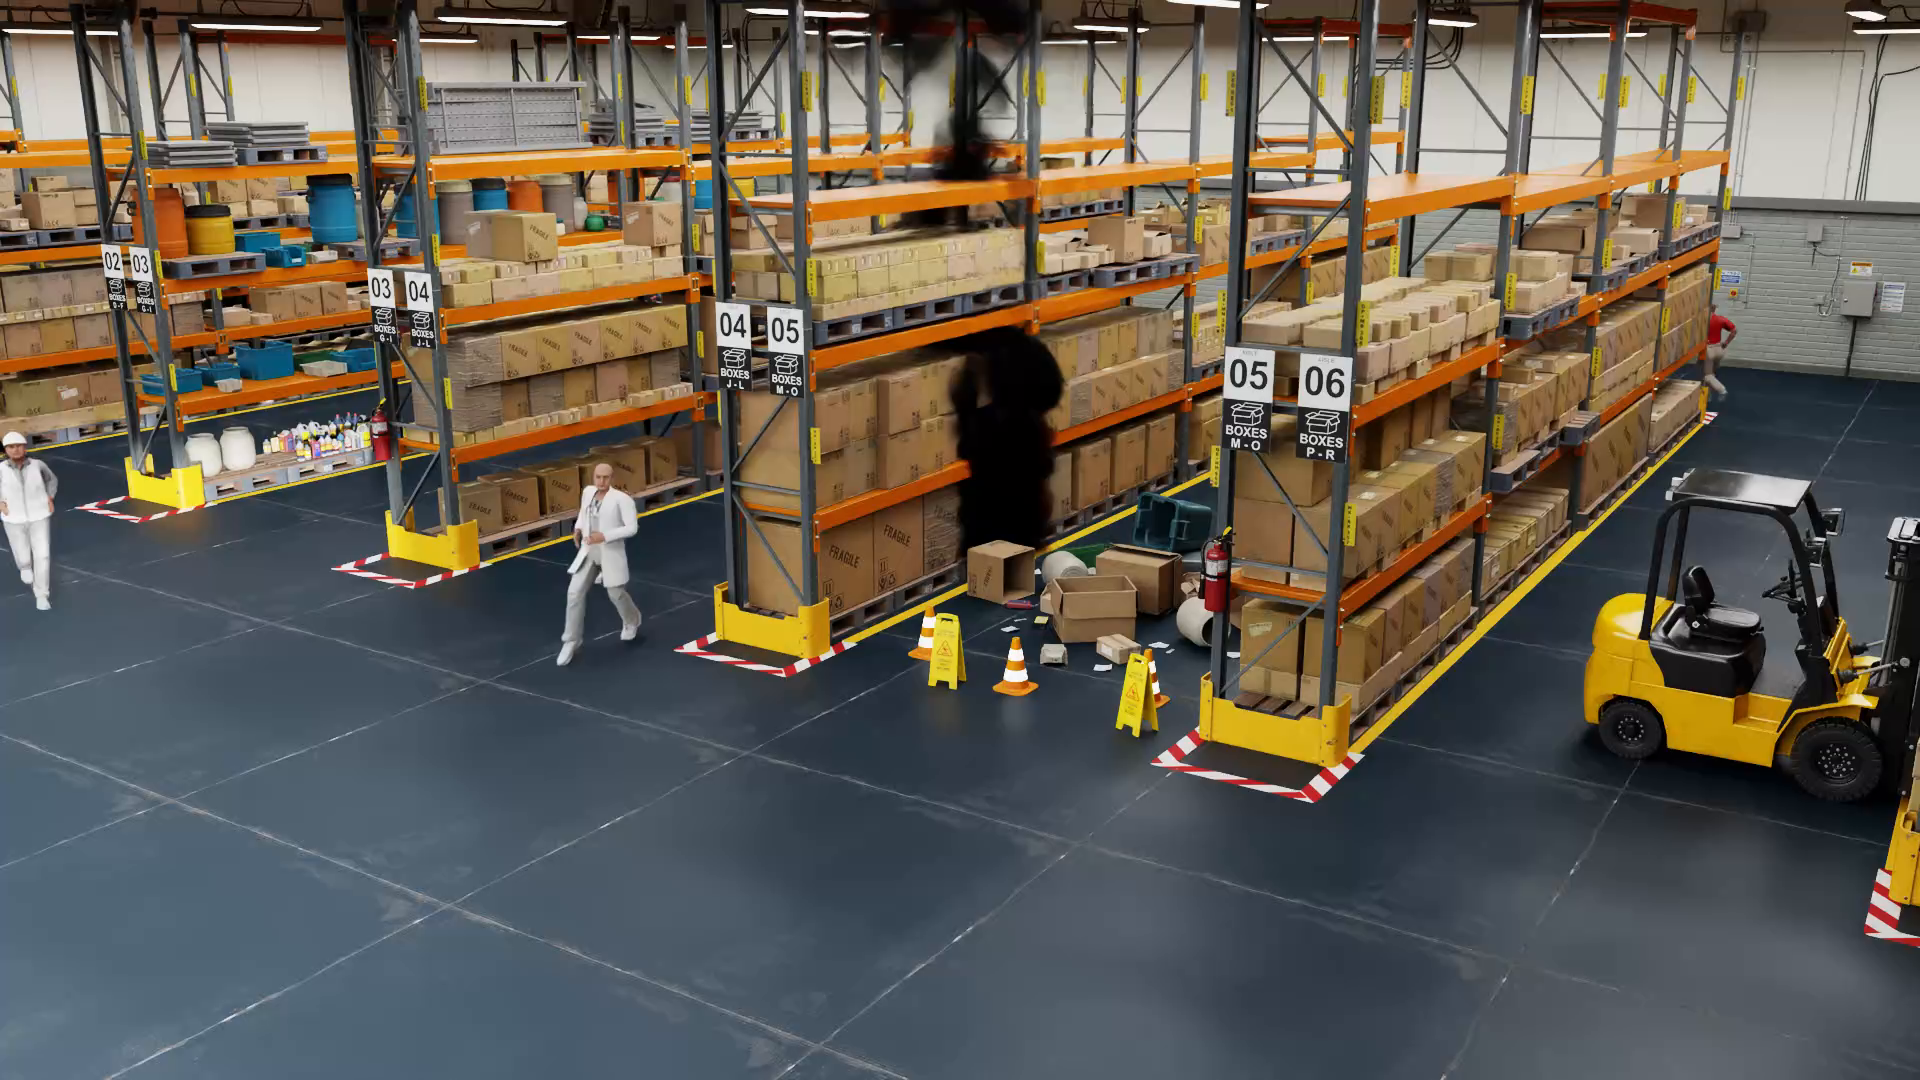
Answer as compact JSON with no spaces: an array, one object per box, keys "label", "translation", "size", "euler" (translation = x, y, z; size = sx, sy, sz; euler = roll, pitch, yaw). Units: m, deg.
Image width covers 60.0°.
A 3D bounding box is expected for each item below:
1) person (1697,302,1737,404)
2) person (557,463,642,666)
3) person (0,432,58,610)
[{"label":"person","translation":[12.090,-2.997,26.859],"size":[0.702,1.697,0.862],"euler":[-3,16,-12]},{"label":"person","translation":[-3.259,0.274,15.276],"size":[0.698,1.607,1.000],"euler":[5,16,18]},{"label":"person","translation":[-9.416,-0.226,16.783],"size":[0.663,1.764,0.870],"euler":[-10,18,-31]}]
